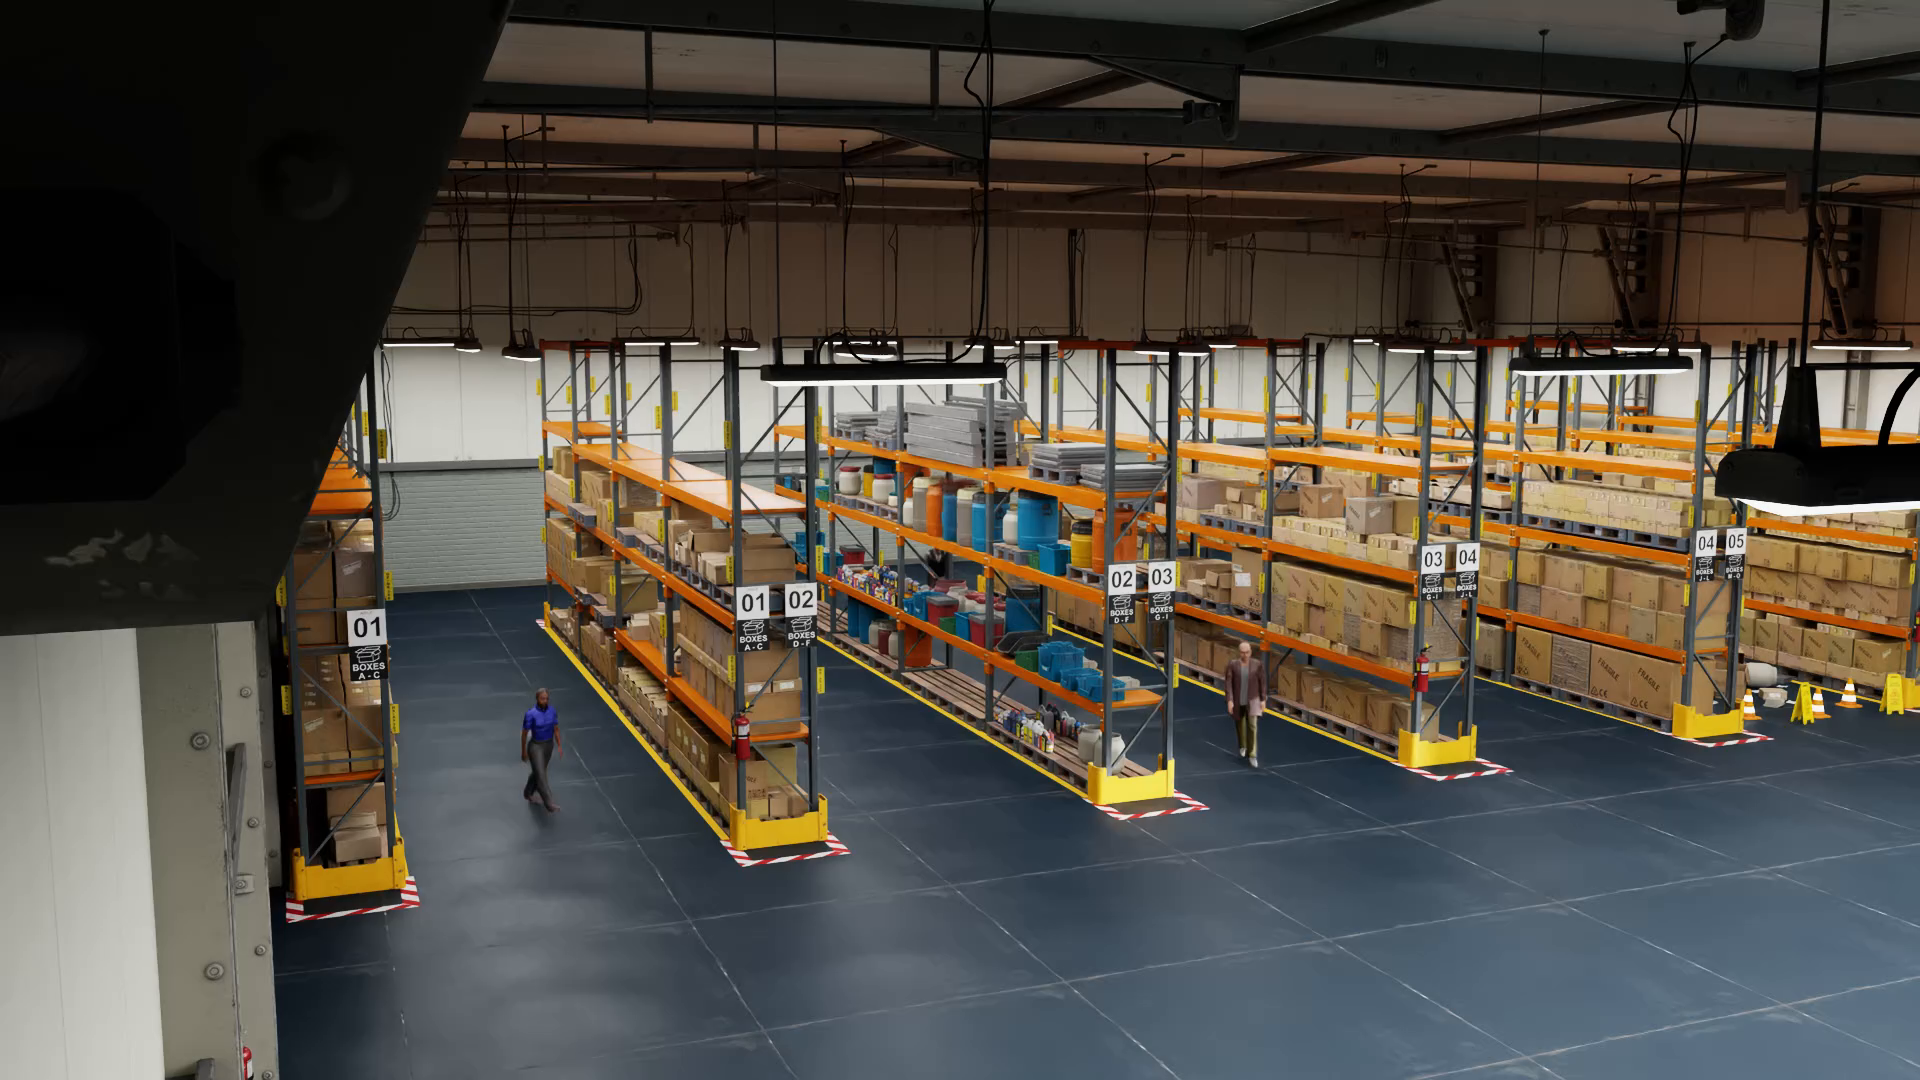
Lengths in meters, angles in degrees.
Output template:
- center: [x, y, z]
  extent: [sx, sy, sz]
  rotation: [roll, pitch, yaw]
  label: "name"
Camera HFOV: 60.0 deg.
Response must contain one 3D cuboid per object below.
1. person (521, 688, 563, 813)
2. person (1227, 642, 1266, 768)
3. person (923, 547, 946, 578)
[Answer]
- center: [-5.414, 2.717, 21.631]
  extent: [1.047, 1.581, 0.477]
  rotation: [5, 9, 36]
  label: "person"
- center: [4.103, 2.336, 23.953]
  extent: [0.564, 1.732, 1.060]
  rotation: [2, 8, 18]
  label: "person"
- center: [-3.902, 0.778, 27.824]
  extent: [11.396, 3.880, 15.934]
  rotation: [-2, 8, -14]
  label: "person"
